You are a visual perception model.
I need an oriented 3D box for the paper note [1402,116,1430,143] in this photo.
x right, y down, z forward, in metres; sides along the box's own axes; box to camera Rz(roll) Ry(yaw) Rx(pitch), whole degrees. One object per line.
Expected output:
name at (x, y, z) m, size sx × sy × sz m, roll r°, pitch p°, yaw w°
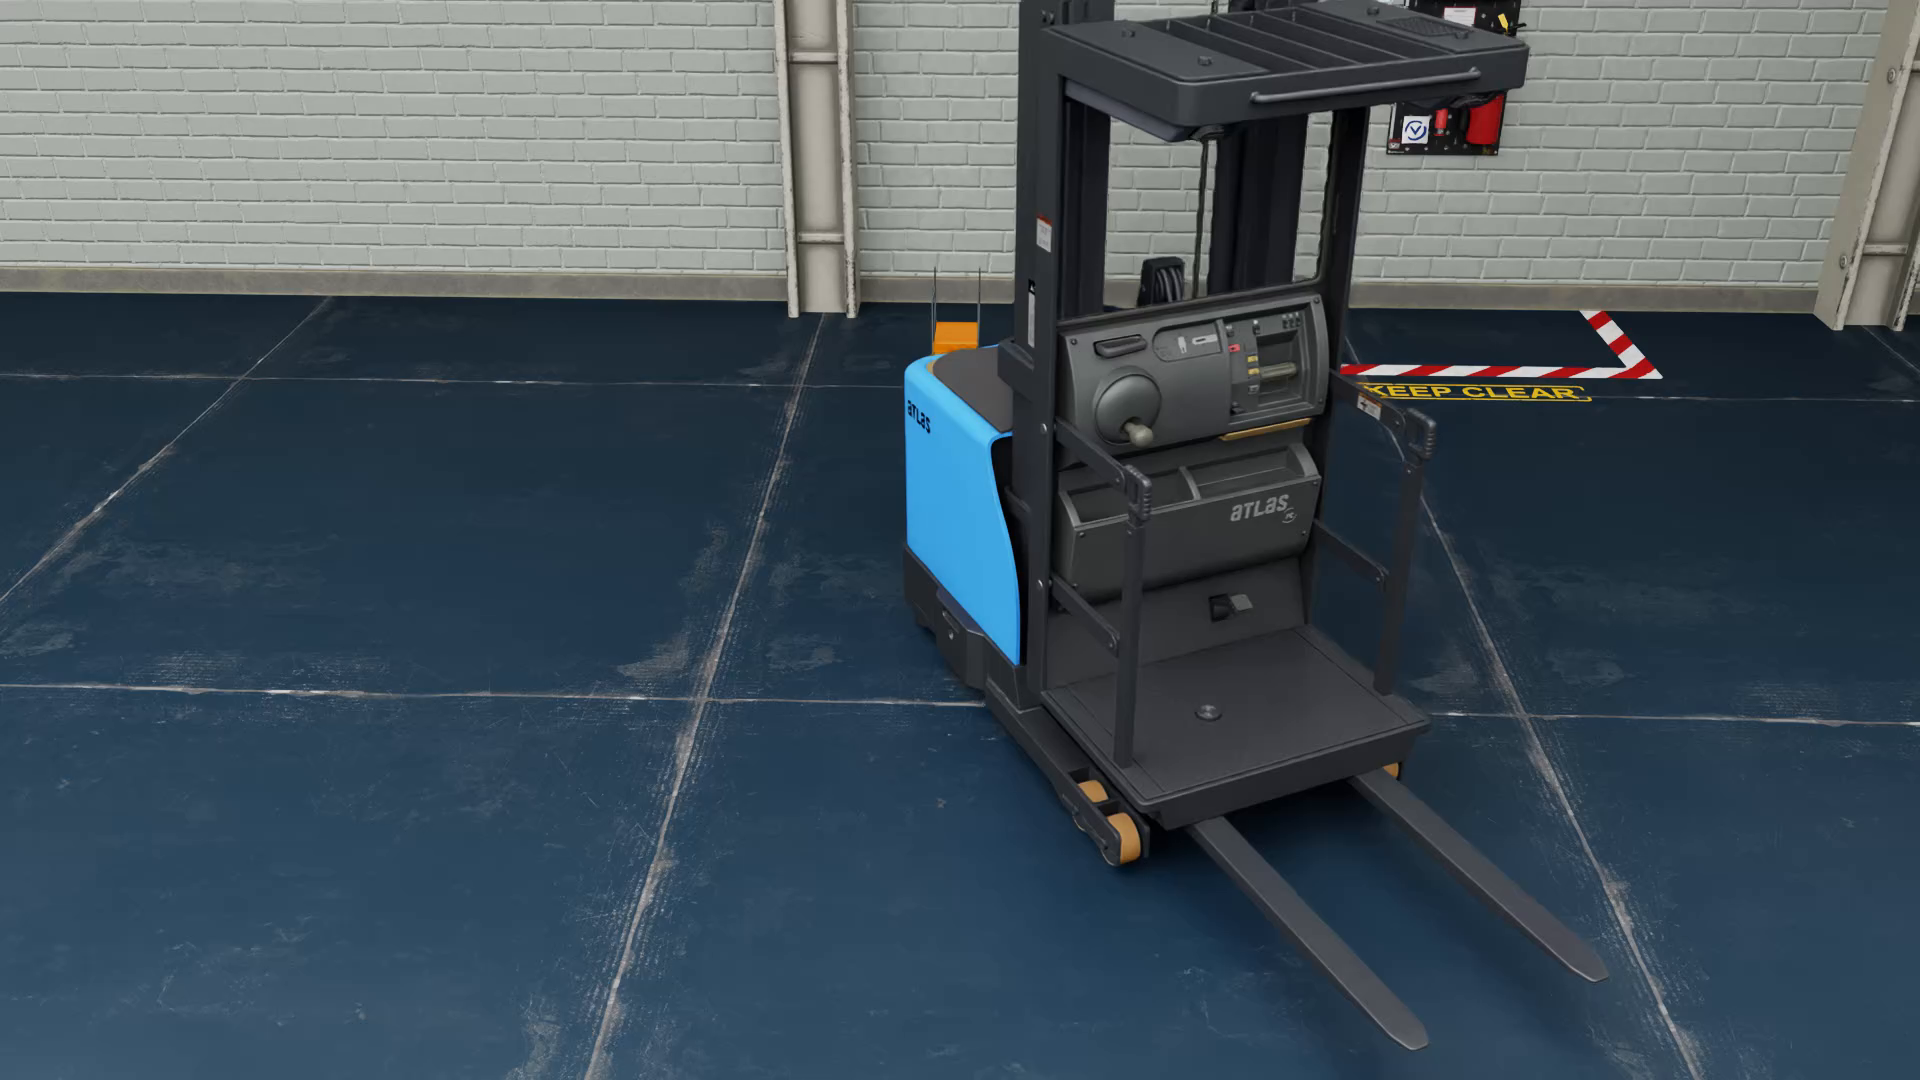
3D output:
paper note at (2.557, -2.301, 9.328) m, size 0.142 × 0.148 × 0.016 m, roll 1°, pitch 28°, yaw 2°

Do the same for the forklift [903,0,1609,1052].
forklift at (0.844, -0.490, 5.046) m, size 1.130 × 2.935 × 3.031 m, roll -12°, pitch 30°, yaw -21°

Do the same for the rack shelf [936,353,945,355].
rack shelf at (-0.014, -0.703, 6.878) m, size 0.180 × 0.103 × 0.258 m, roll 1°, pitch 28°, yaw 2°

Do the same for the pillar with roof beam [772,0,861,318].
pillar with roof beam at (-0.948, -3.331, 3.925) m, size 0.400 × 9.000 × 9.100 m, roll 1°, pitch 28°, yaw 2°

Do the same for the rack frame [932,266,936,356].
rack frame at (-0.106, -0.532, 6.972) m, size 0.006 × 1.200 × 0.240 m, roll 1°, pitch 28°, yaw 2°

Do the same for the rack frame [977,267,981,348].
rack frame at (0.077, -0.529, 6.967) m, size 0.006 × 1.200 × 0.240 m, roll 1°, pitch 28°, yaw 2°

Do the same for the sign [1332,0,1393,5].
sign at (2.187, -2.958, 9.023) m, size 0.331 × 0.109 × 0.001 m, roll 1°, pitch 28°, yaw 2°

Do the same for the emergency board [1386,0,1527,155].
emergency board at (2.732, -2.655, 9.055) m, size 0.643 × 1.169 × 0.194 m, roll 1°, pitch 28°, yaw 2°

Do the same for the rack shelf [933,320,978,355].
rack shelf at (-0.014, -0.809, 6.822) m, size 0.180 × 0.103 × 0.258 m, roll 1°, pitch 28°, yaw 2°

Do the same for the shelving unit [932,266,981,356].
shelving unit at (-0.014, -0.530, 6.969) m, size 0.189 × 1.200 × 0.258 m, roll 1°, pitch 28°, yaw 2°

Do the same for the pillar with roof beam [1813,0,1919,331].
pillar with roof beam at (5.048, -3.232, 3.738) m, size 0.400 × 9.000 × 9.100 m, roll 1°, pitch 28°, yaw 2°
